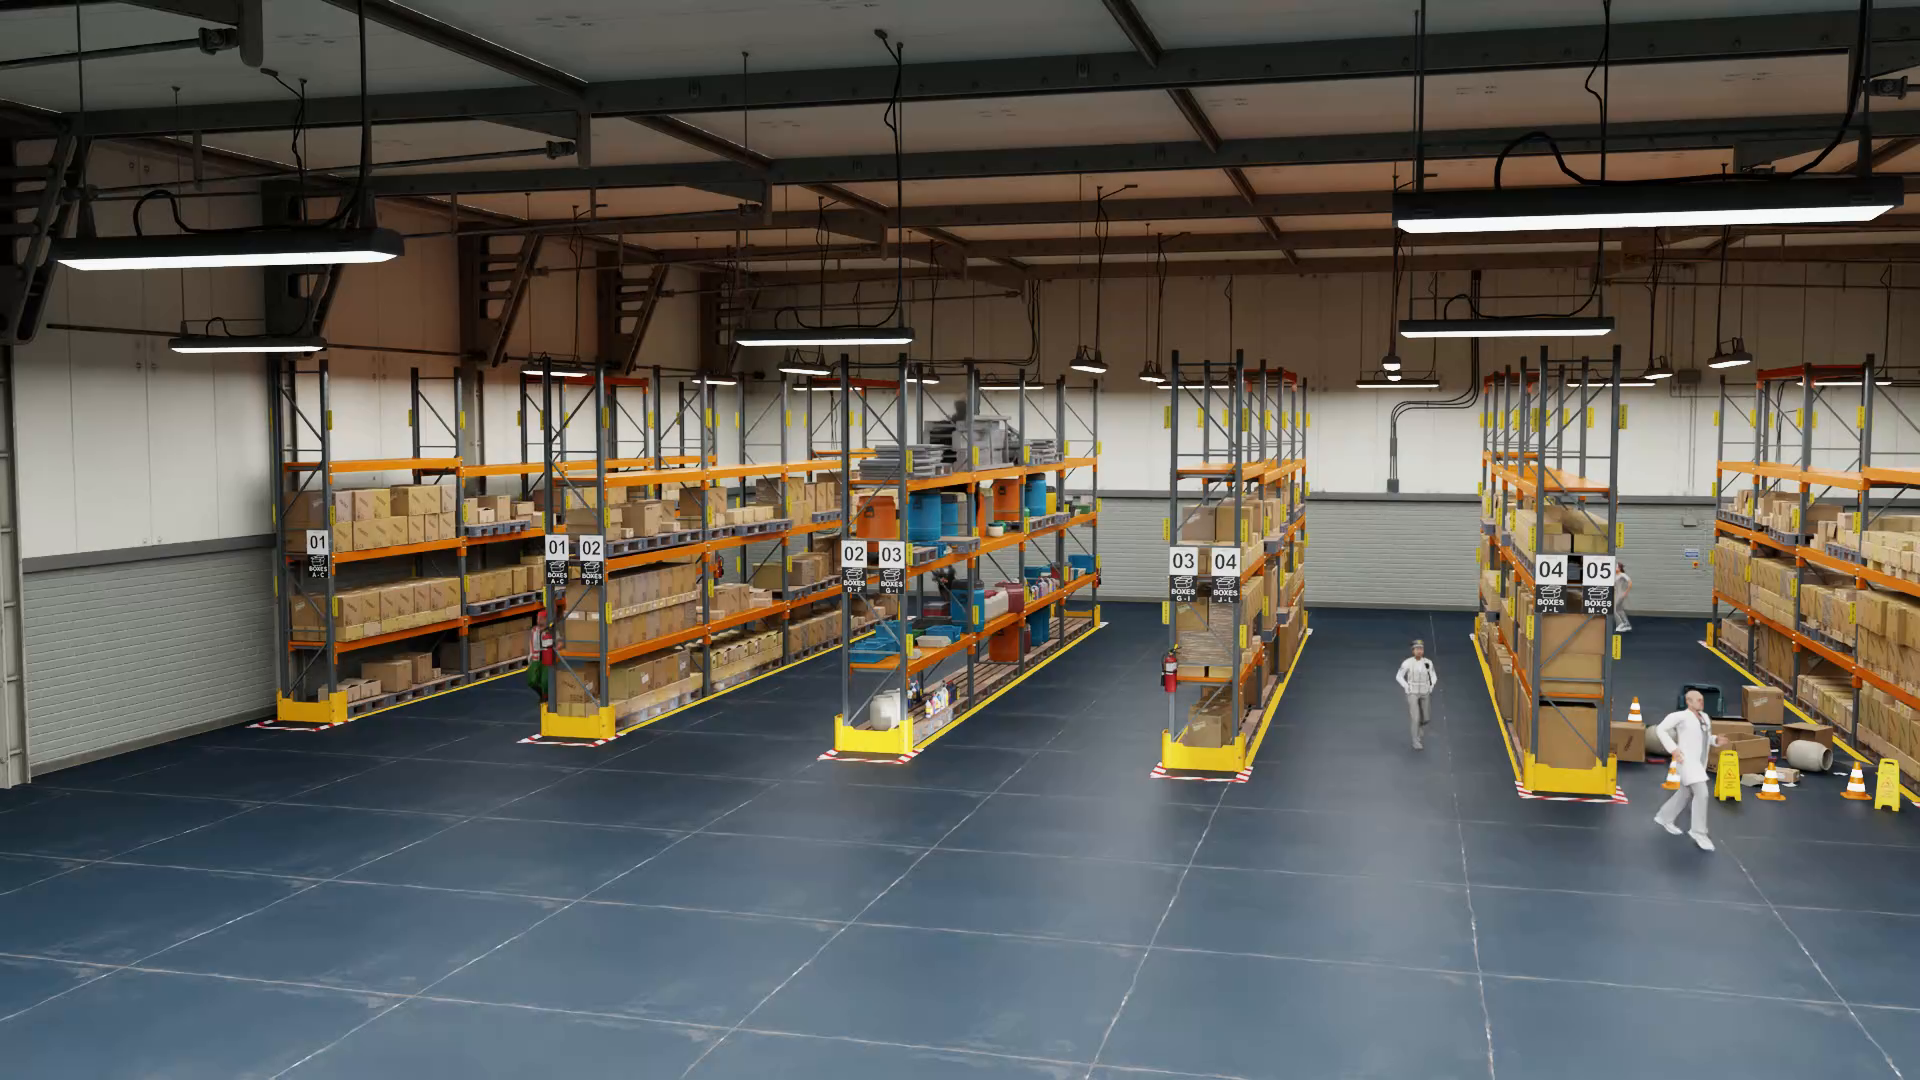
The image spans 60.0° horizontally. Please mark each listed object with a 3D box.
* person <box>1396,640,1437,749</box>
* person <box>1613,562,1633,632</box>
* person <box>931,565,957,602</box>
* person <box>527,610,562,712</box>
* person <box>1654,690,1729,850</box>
[{"bbox_3d":[7.004,2.343,25.495,0.616,1.649,0.590,0,4,2],"label":"person"},{"bbox_3d":[15.550,1.349,39.293,0.691,1.656,0.534,0,4,1],"label":"person"},{"bbox_3d":[-0.355,1.229,40.764,0.706,1.707,0.890,-1,4,-10],"label":"person"},{"bbox_3d":[-7.145,2.078,28.488,0.668,1.749,0.583,1,4,14],"label":"person"},{"bbox_3d":[8.651,2.700,19.728,0.688,1.850,0.882,-3,5,-36],"label":"person"}]
